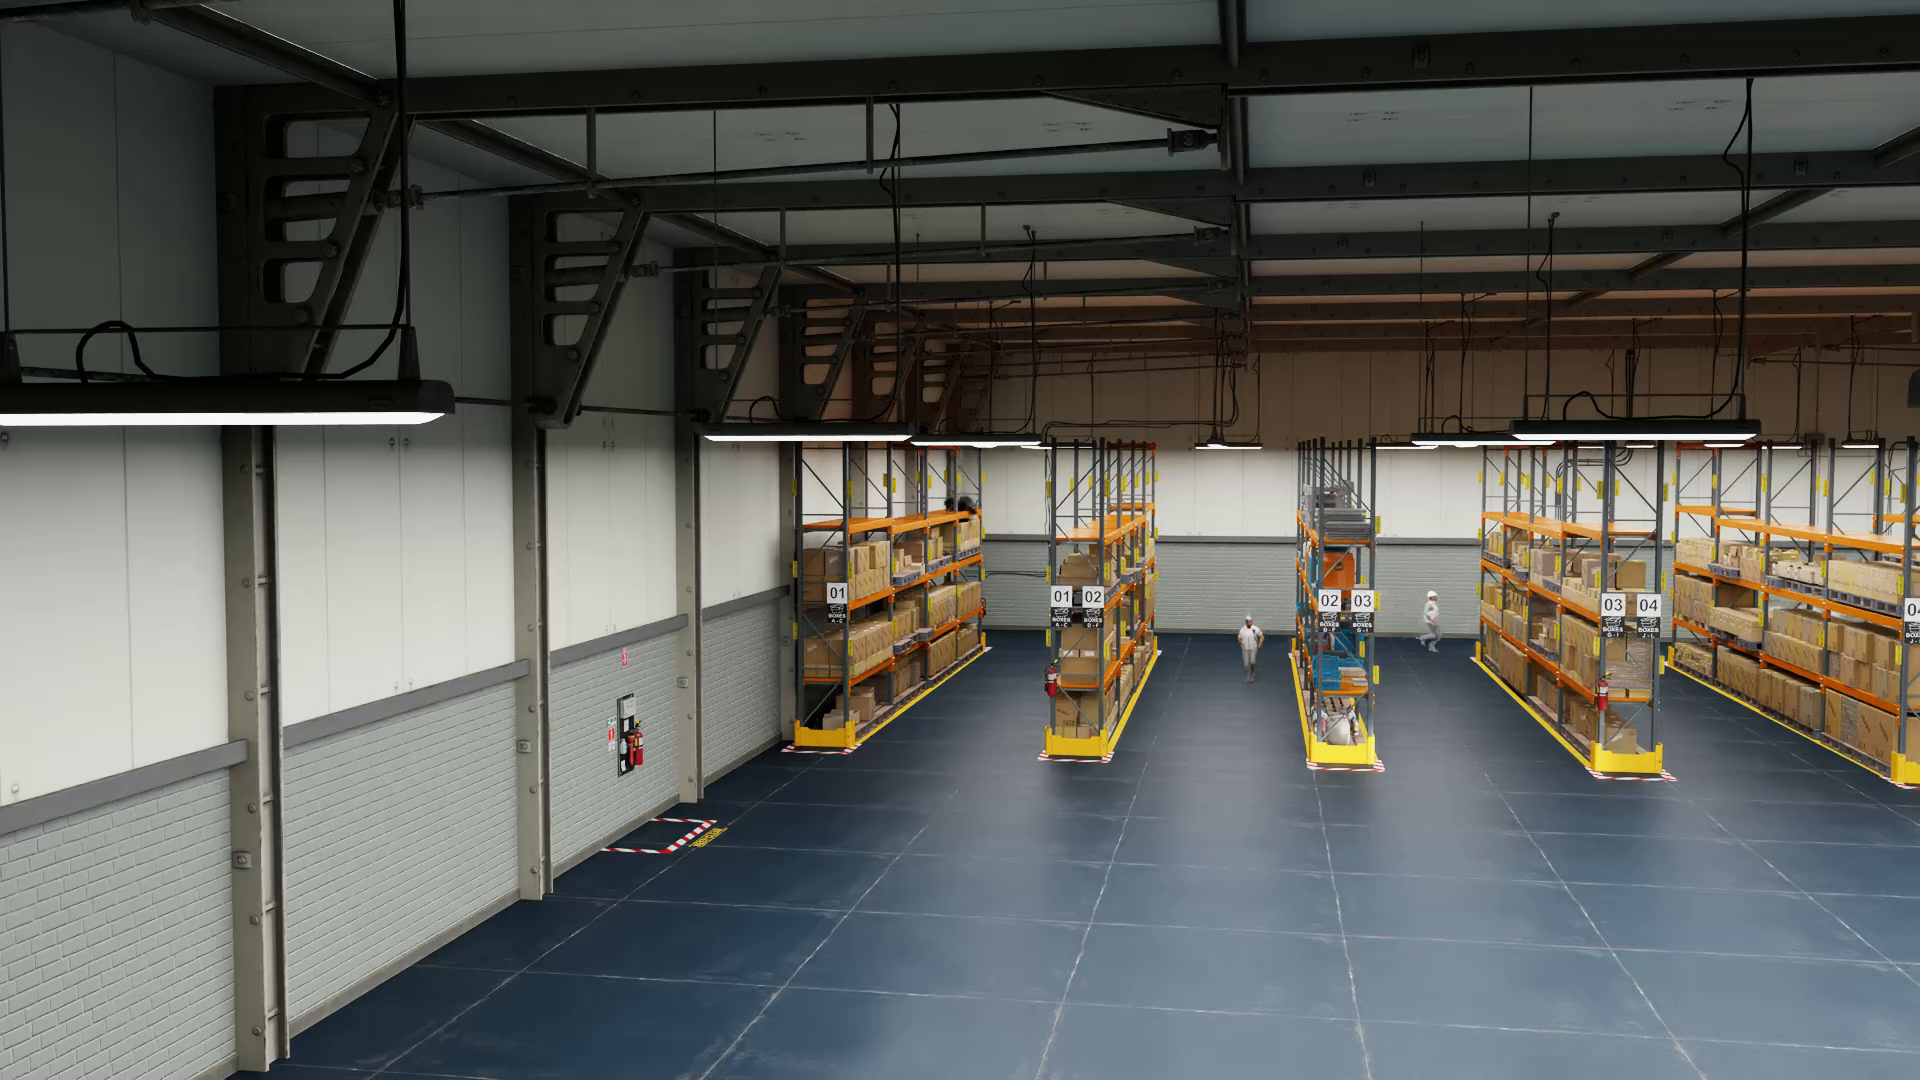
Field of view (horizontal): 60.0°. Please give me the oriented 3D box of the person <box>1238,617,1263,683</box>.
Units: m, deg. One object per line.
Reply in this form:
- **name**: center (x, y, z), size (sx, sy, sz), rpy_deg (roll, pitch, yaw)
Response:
- **person**: center (7.192, 2.721, 41.276), size (0.615, 1.631, 0.595), rpy_deg (1, 3, 19)

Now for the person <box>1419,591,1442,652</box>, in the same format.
- **person**: center (13.562, 2.345, 47.841), size (0.539, 1.736, 0.674), rpy_deg (2, 3, 29)

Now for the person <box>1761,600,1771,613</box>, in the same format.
- **person**: center (22.018, 2.444, 45.495), size (0.918, 1.788, 0.672), rpy_deg (1, 3, 15)
